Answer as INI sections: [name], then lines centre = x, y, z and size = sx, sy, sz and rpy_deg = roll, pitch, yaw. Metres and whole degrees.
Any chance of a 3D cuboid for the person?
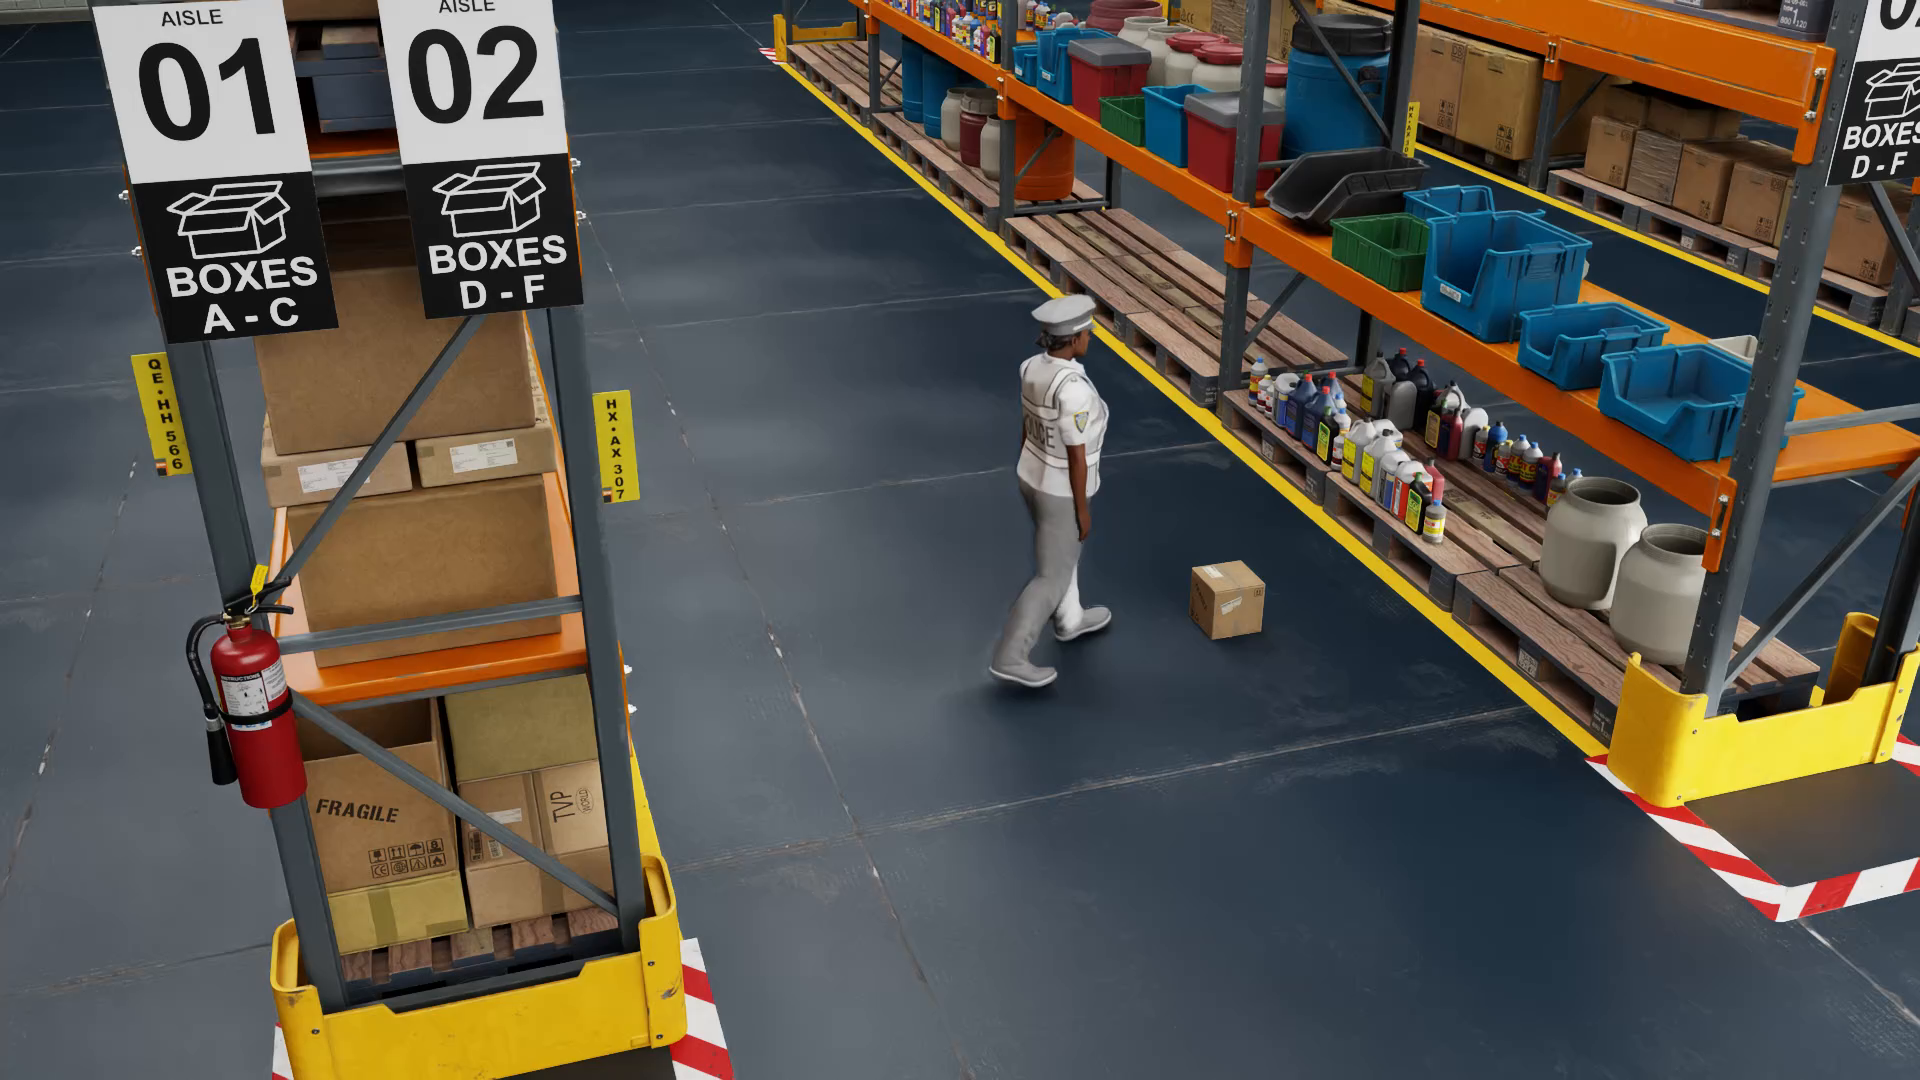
[person]
centre = 0.421, -0.213, 7.034
size = 0.744, 1.654, 0.488
rpy_deg = -11, 29, -21
